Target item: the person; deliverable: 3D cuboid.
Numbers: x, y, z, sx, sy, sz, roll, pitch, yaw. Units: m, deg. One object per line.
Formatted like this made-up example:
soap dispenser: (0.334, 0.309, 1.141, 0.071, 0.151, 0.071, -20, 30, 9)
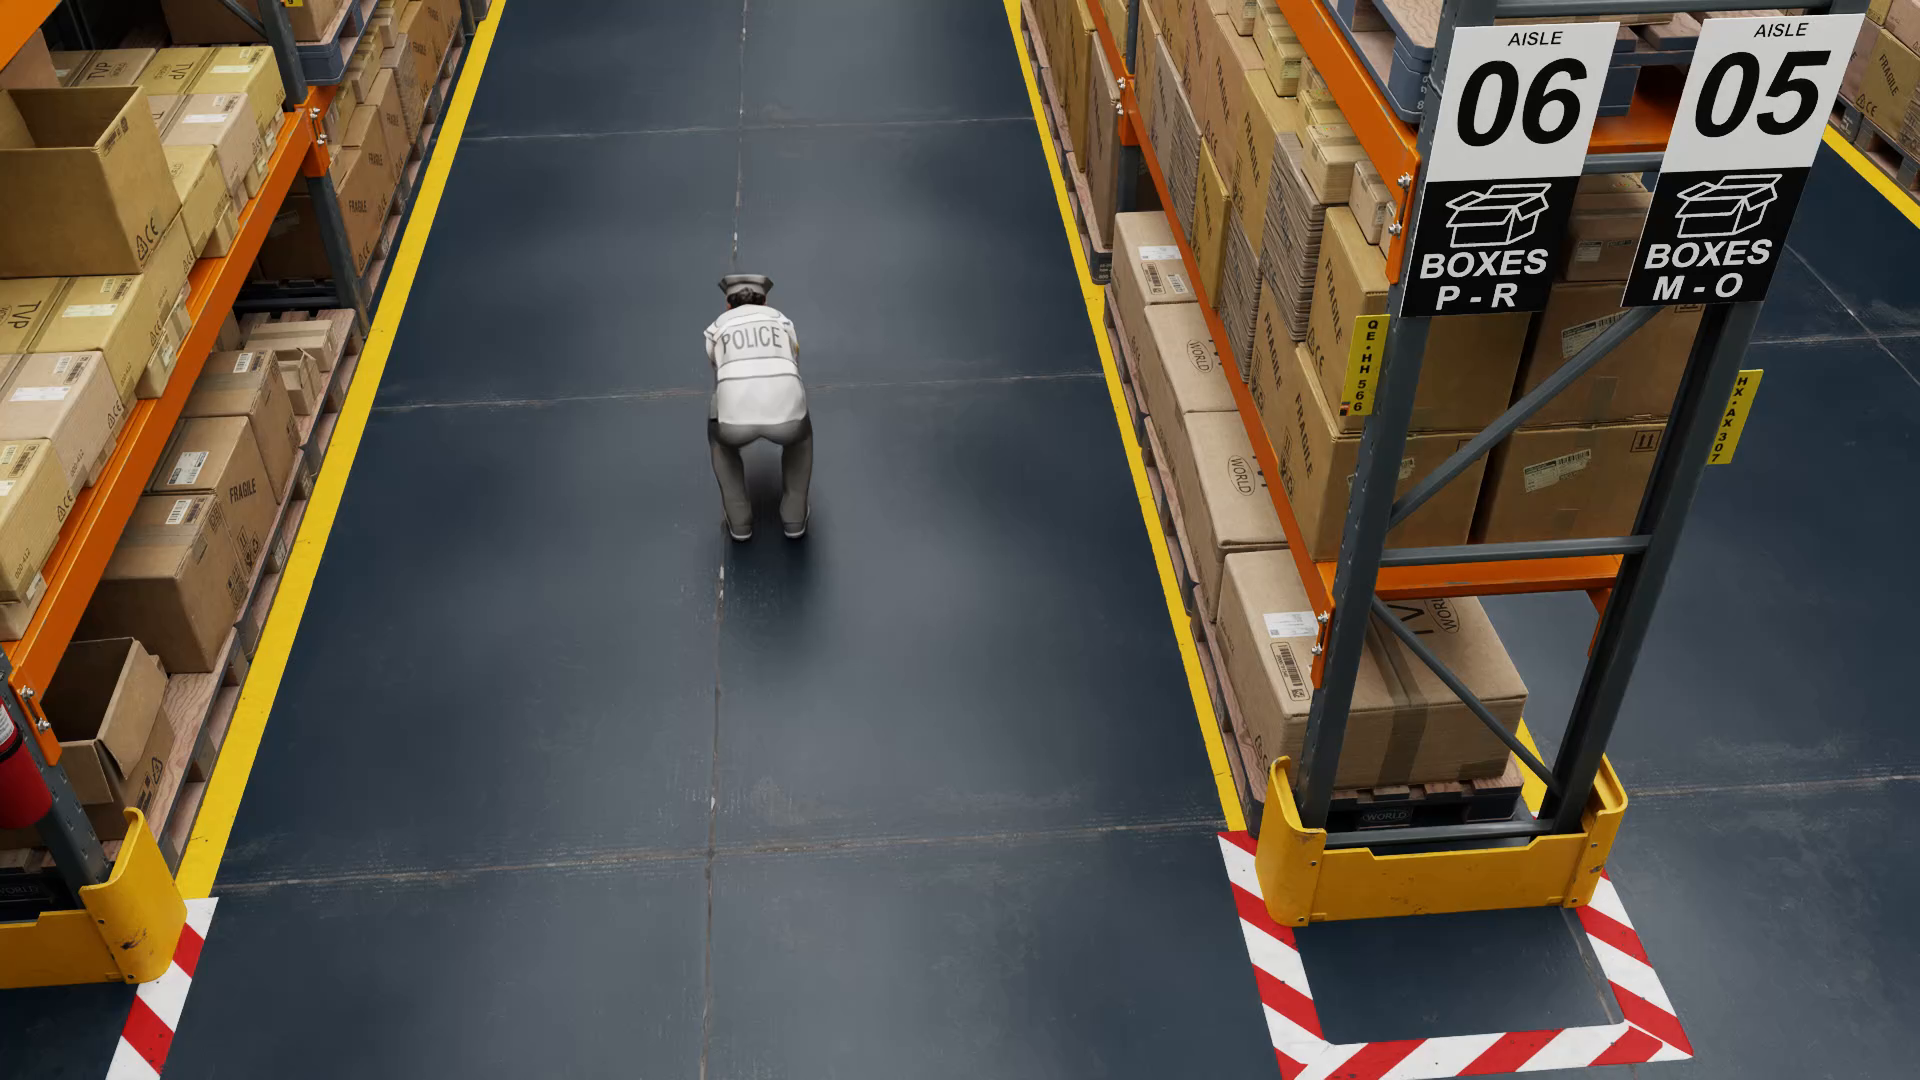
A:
person: (-0.906, -0.624, 7.430, 0.407, 1.015, 0.800, -5, 40, -6)
